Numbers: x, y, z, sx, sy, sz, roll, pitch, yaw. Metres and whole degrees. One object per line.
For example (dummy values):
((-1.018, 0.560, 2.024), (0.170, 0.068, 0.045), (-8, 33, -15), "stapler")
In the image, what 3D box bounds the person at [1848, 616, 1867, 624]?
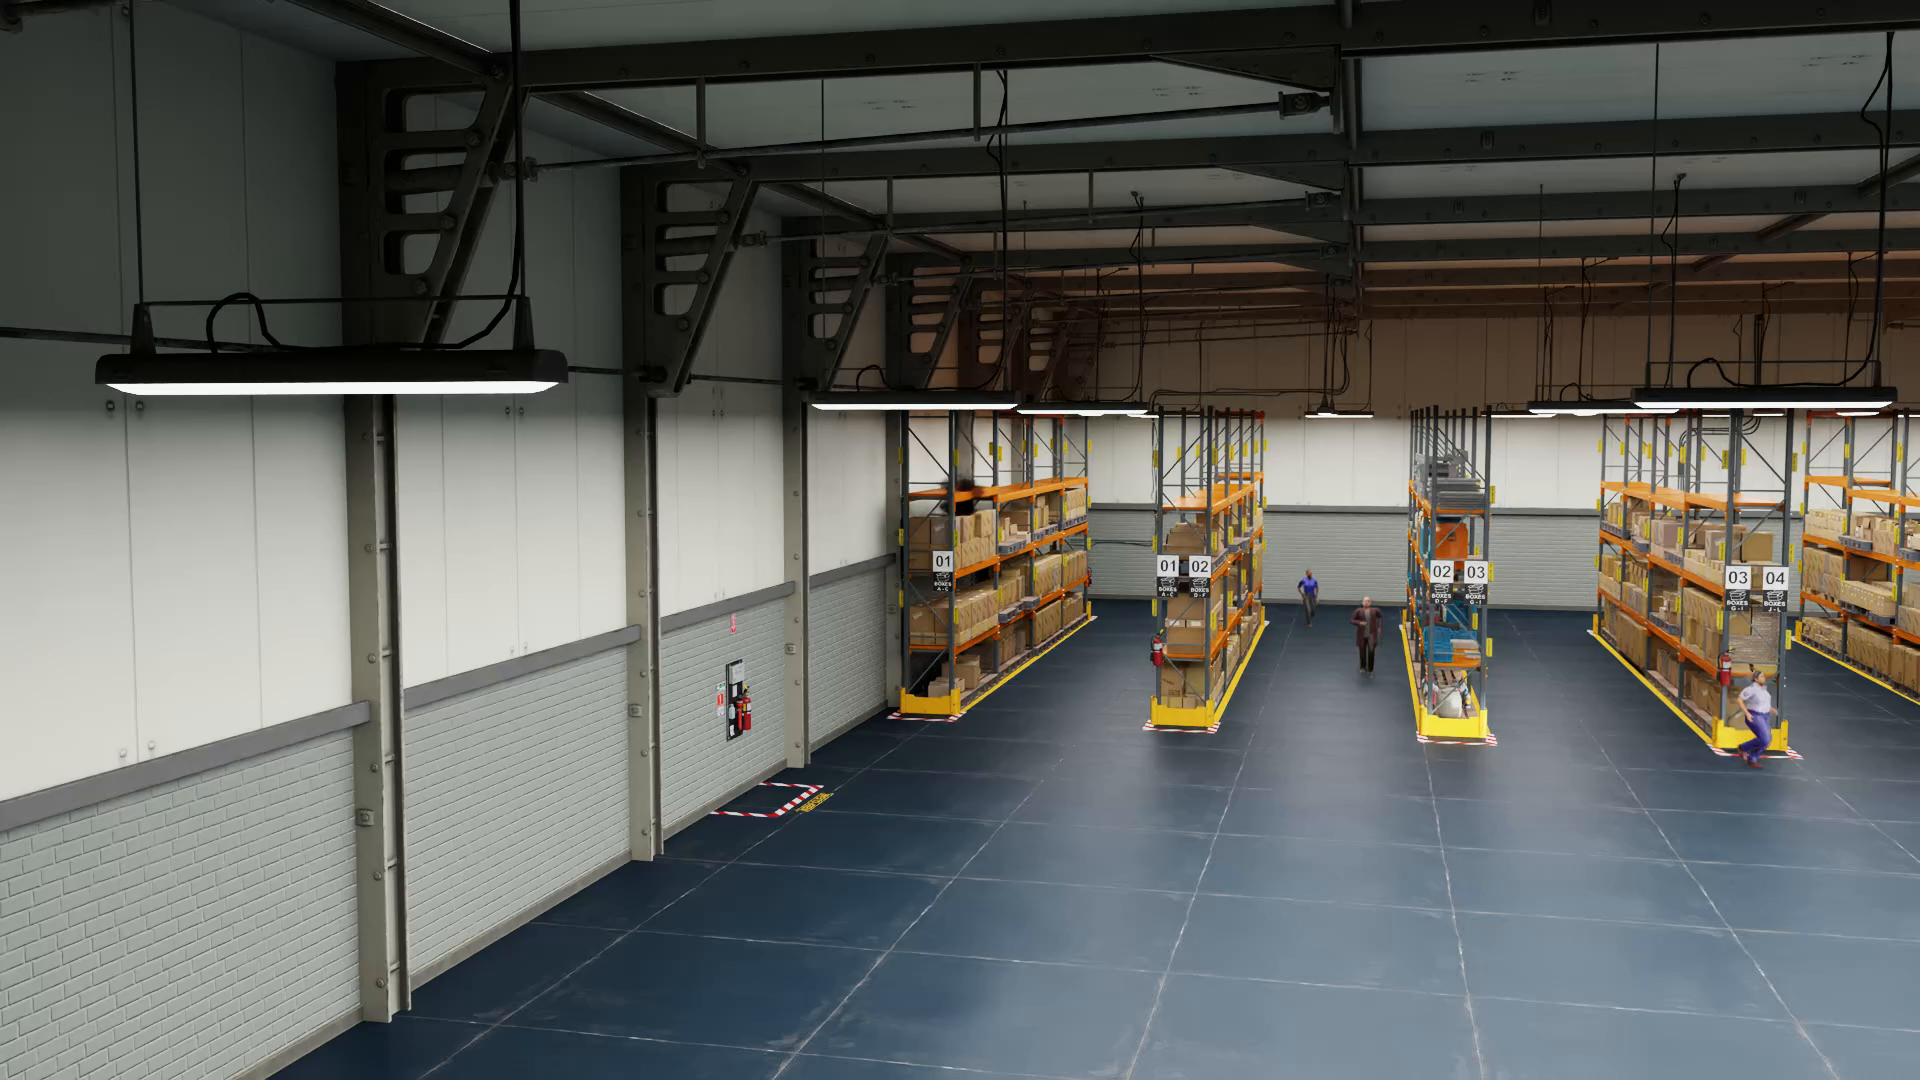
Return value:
((23.790, 1.684, 44.277), (0.889, 1.764, 0.696), (1, 4, 15), "person")

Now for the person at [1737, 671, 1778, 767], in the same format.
((13.194, 2.962, 27.440), (0.608, 1.605, 0.538), (-3, 5, -35), "person")

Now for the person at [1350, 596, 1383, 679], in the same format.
((9.060, 2.204, 37.095), (0.708, 1.811, 0.838), (1, 4, 13), "person")

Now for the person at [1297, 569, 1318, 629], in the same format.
((9.644, 1.616, 46.108), (0.595, 1.632, 0.616), (0, 4, -3), "person")
